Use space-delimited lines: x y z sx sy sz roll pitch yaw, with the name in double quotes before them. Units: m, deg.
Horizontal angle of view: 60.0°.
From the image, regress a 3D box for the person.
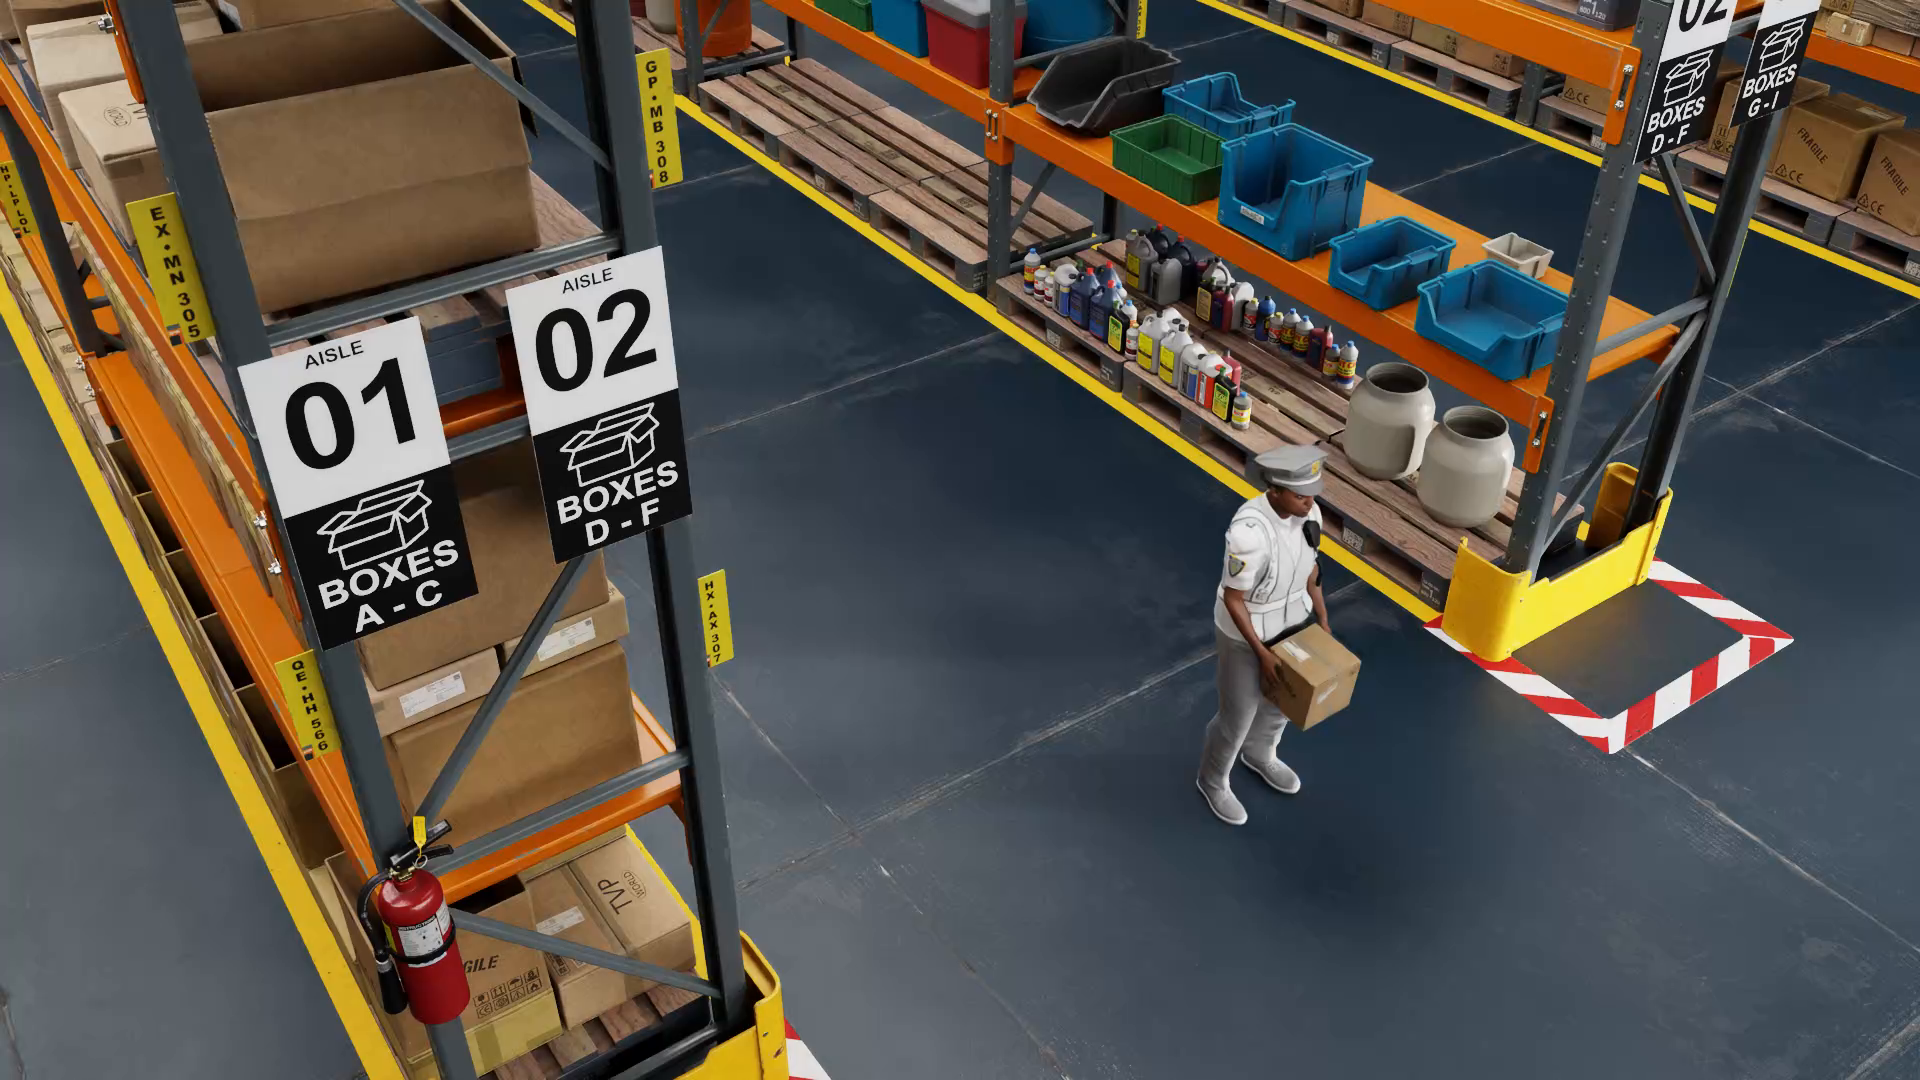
"person" 1.212 0.354 6.504 0.481 1.682 0.415 -24 43 -28
